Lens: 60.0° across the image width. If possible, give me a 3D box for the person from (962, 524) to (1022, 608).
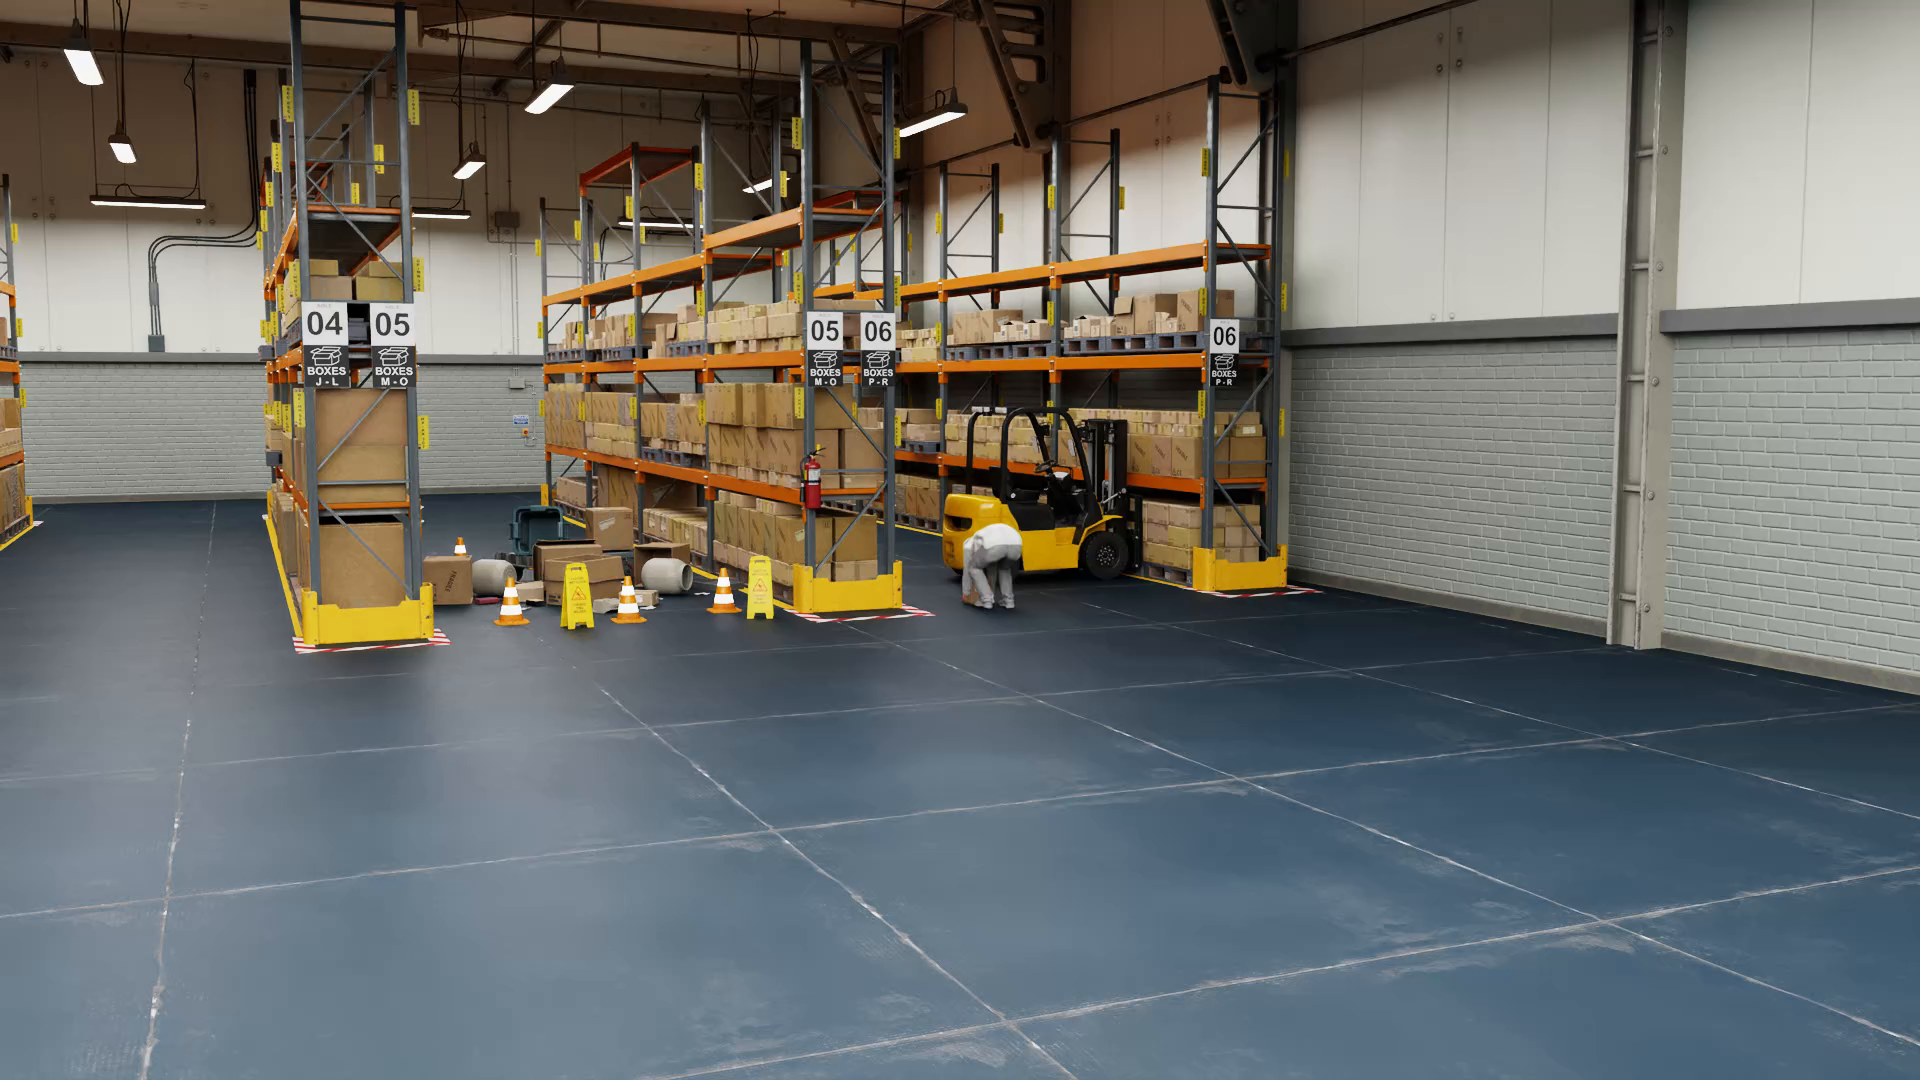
[{"bbox_3d":[0.310,0.267,18.338,0.504,0.923,0.997,-3,6,-26],"label":"person"}]
